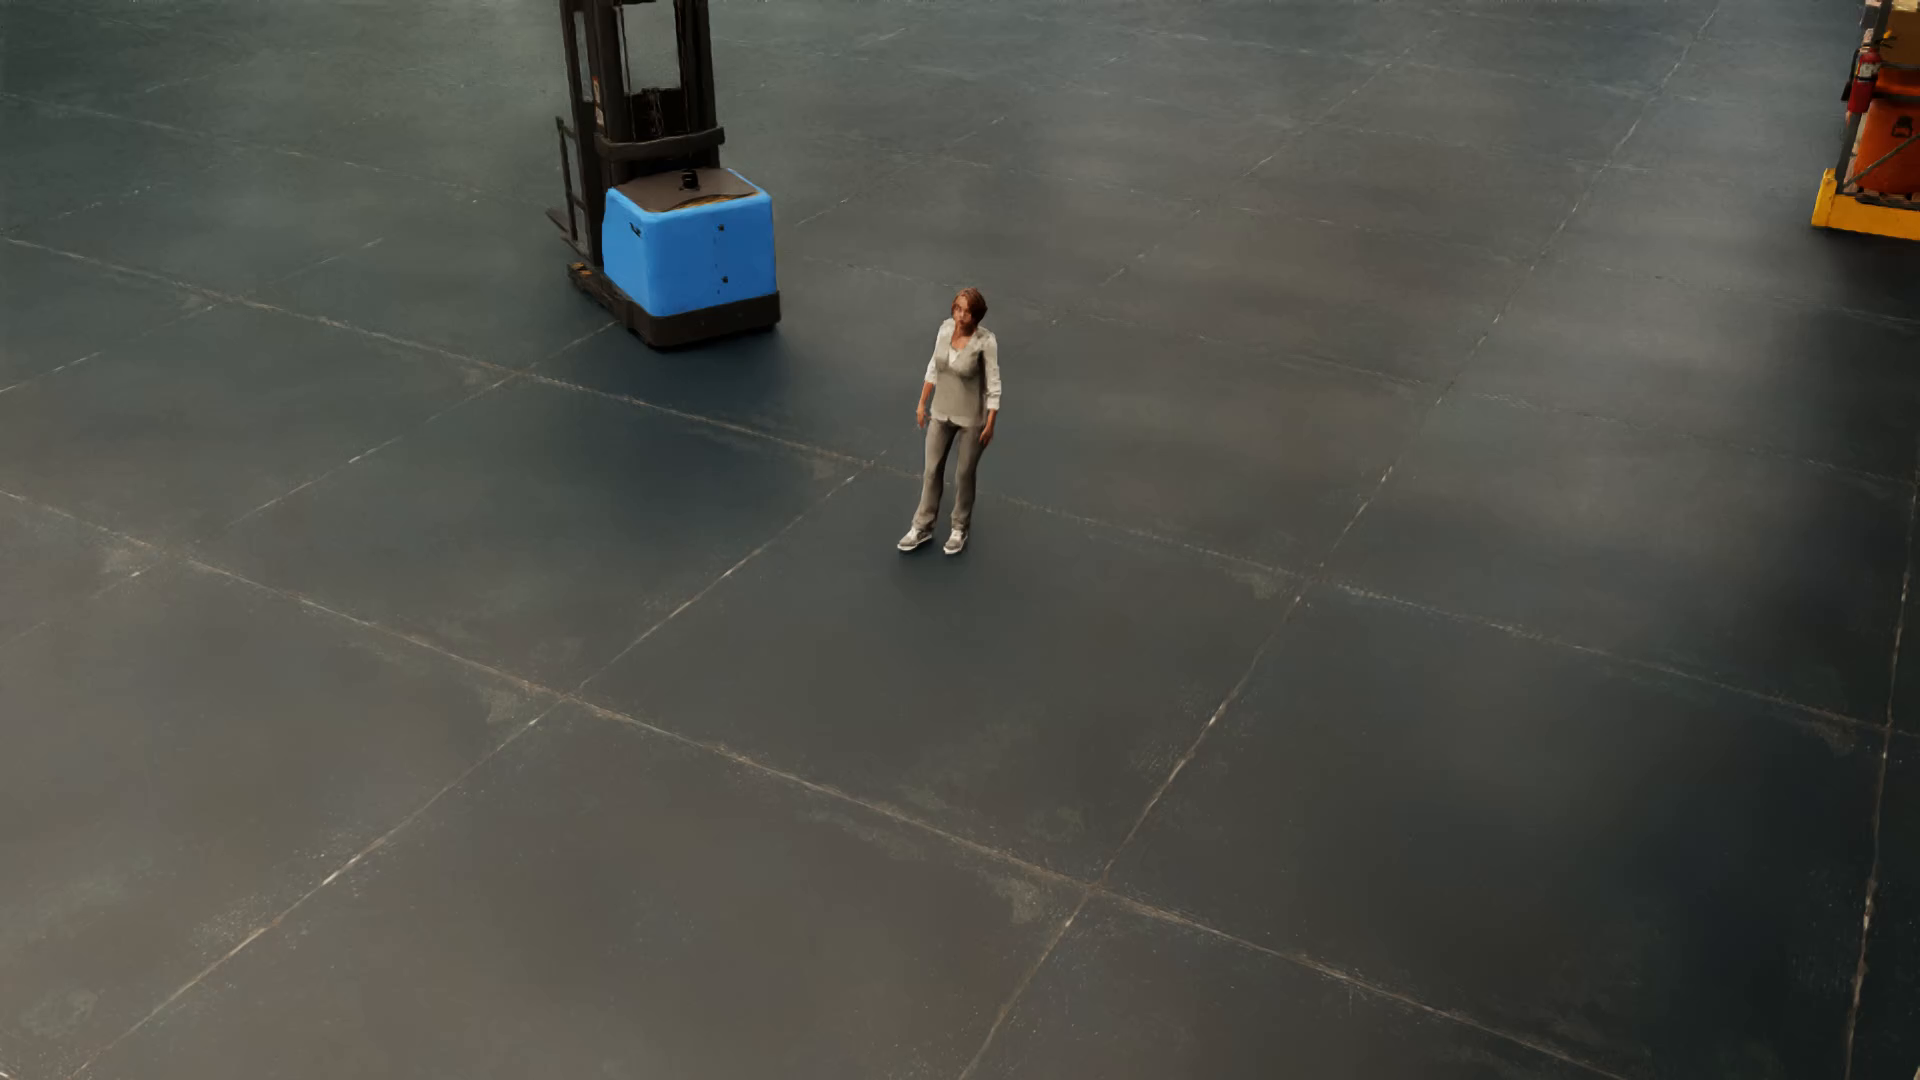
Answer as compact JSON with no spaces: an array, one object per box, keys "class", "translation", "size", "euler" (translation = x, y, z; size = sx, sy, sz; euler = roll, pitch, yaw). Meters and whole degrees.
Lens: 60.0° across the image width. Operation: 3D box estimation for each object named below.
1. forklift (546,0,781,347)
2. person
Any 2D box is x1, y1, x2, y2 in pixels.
[{"class":"forklift","translation":[-2.567,-3.404,12.969],"size":[1.130,2.935,3.031],"euler":[-17,34,-26]},{"class":"person","translation":[-0.048,-0.669,9.550],"size":[0.521,1.597,0.474],"euler":[15,33,25]}]
